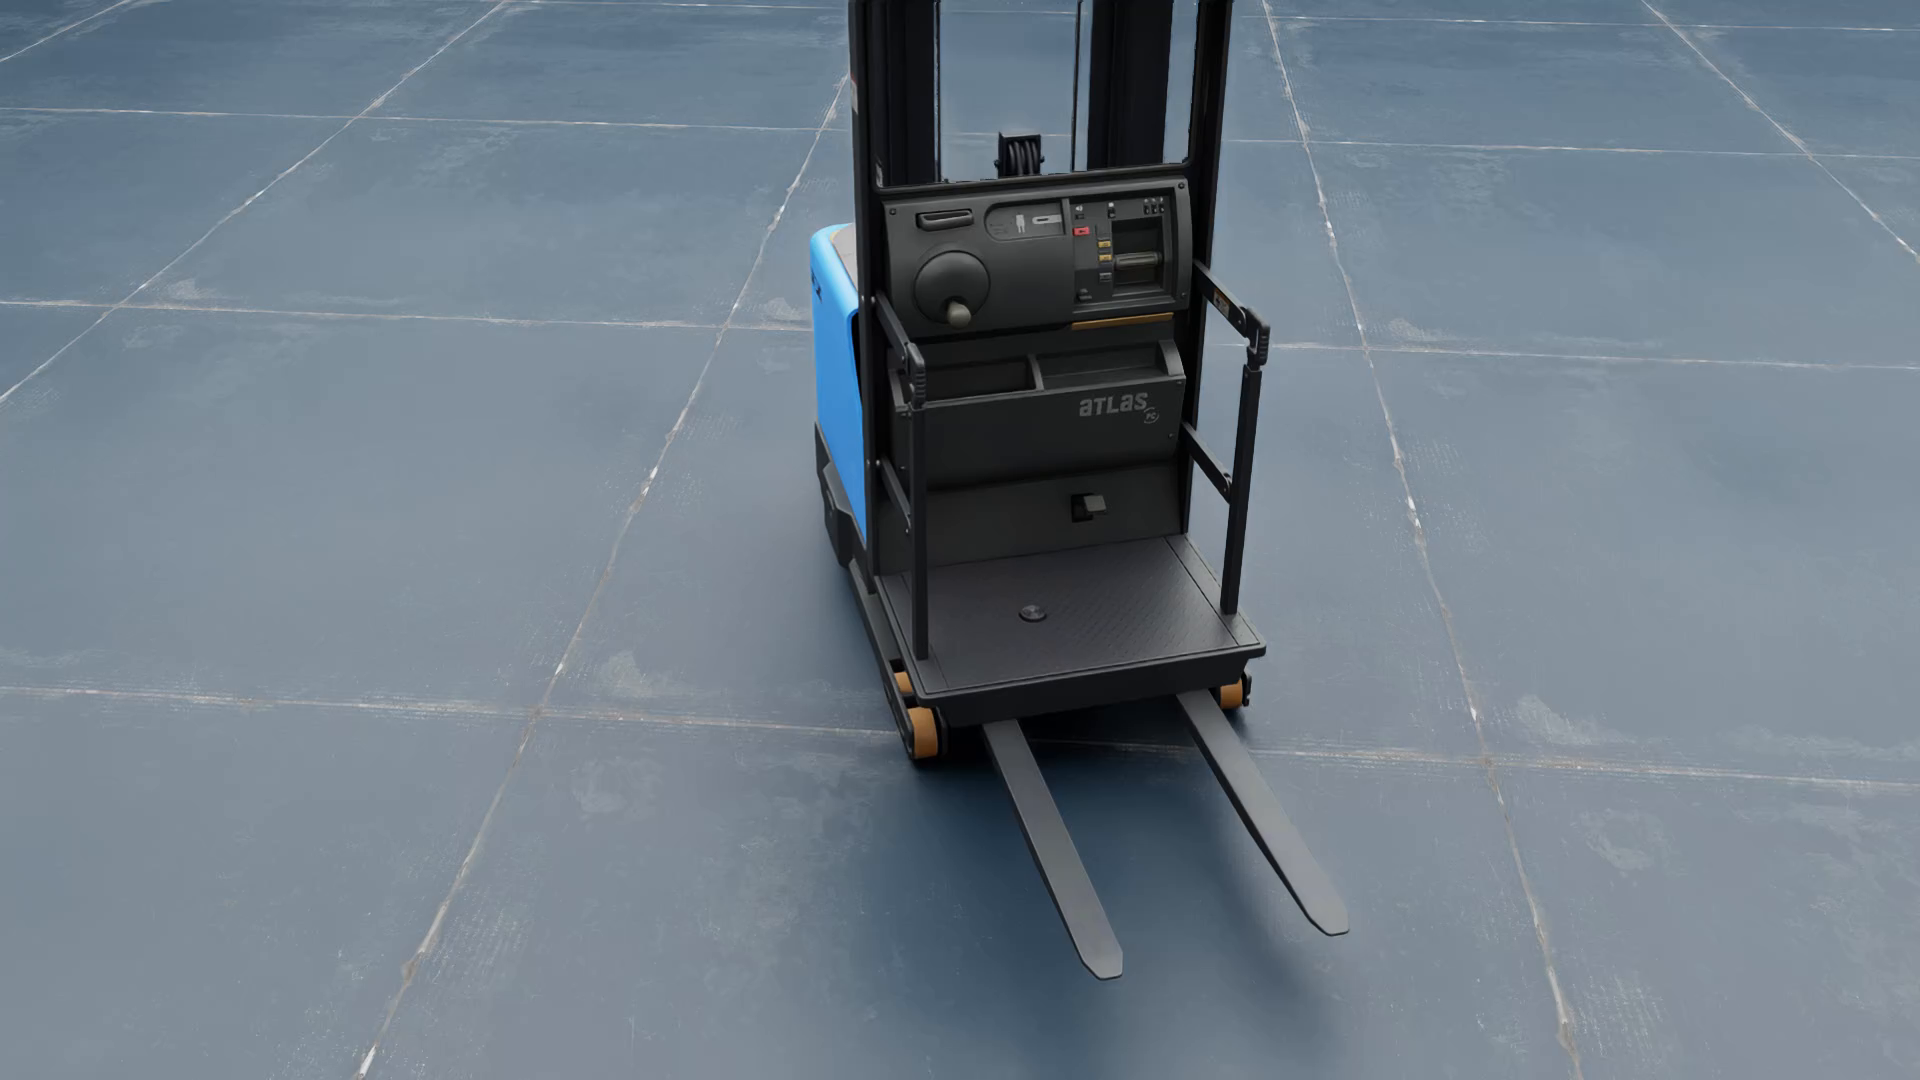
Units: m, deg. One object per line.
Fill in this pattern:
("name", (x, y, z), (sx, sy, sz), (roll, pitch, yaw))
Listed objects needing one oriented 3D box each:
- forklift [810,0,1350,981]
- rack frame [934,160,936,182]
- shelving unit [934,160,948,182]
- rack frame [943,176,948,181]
("forklift", (0.295, -0.793, 4.743), (1.130, 2.935, 3.031), (-8, 32, -12))
("rack frame", (-0.205, -0.913, 6.588), (0.240, 1.200, 0.006), (-8, 32, -12))
("shelving unit", (-0.182, -0.866, 6.512), (0.258, 1.200, 0.189), (-8, 32, -12))
("rack frame", (-0.160, -0.820, 6.437), (0.240, 1.200, 0.006), (-8, 32, -12))
